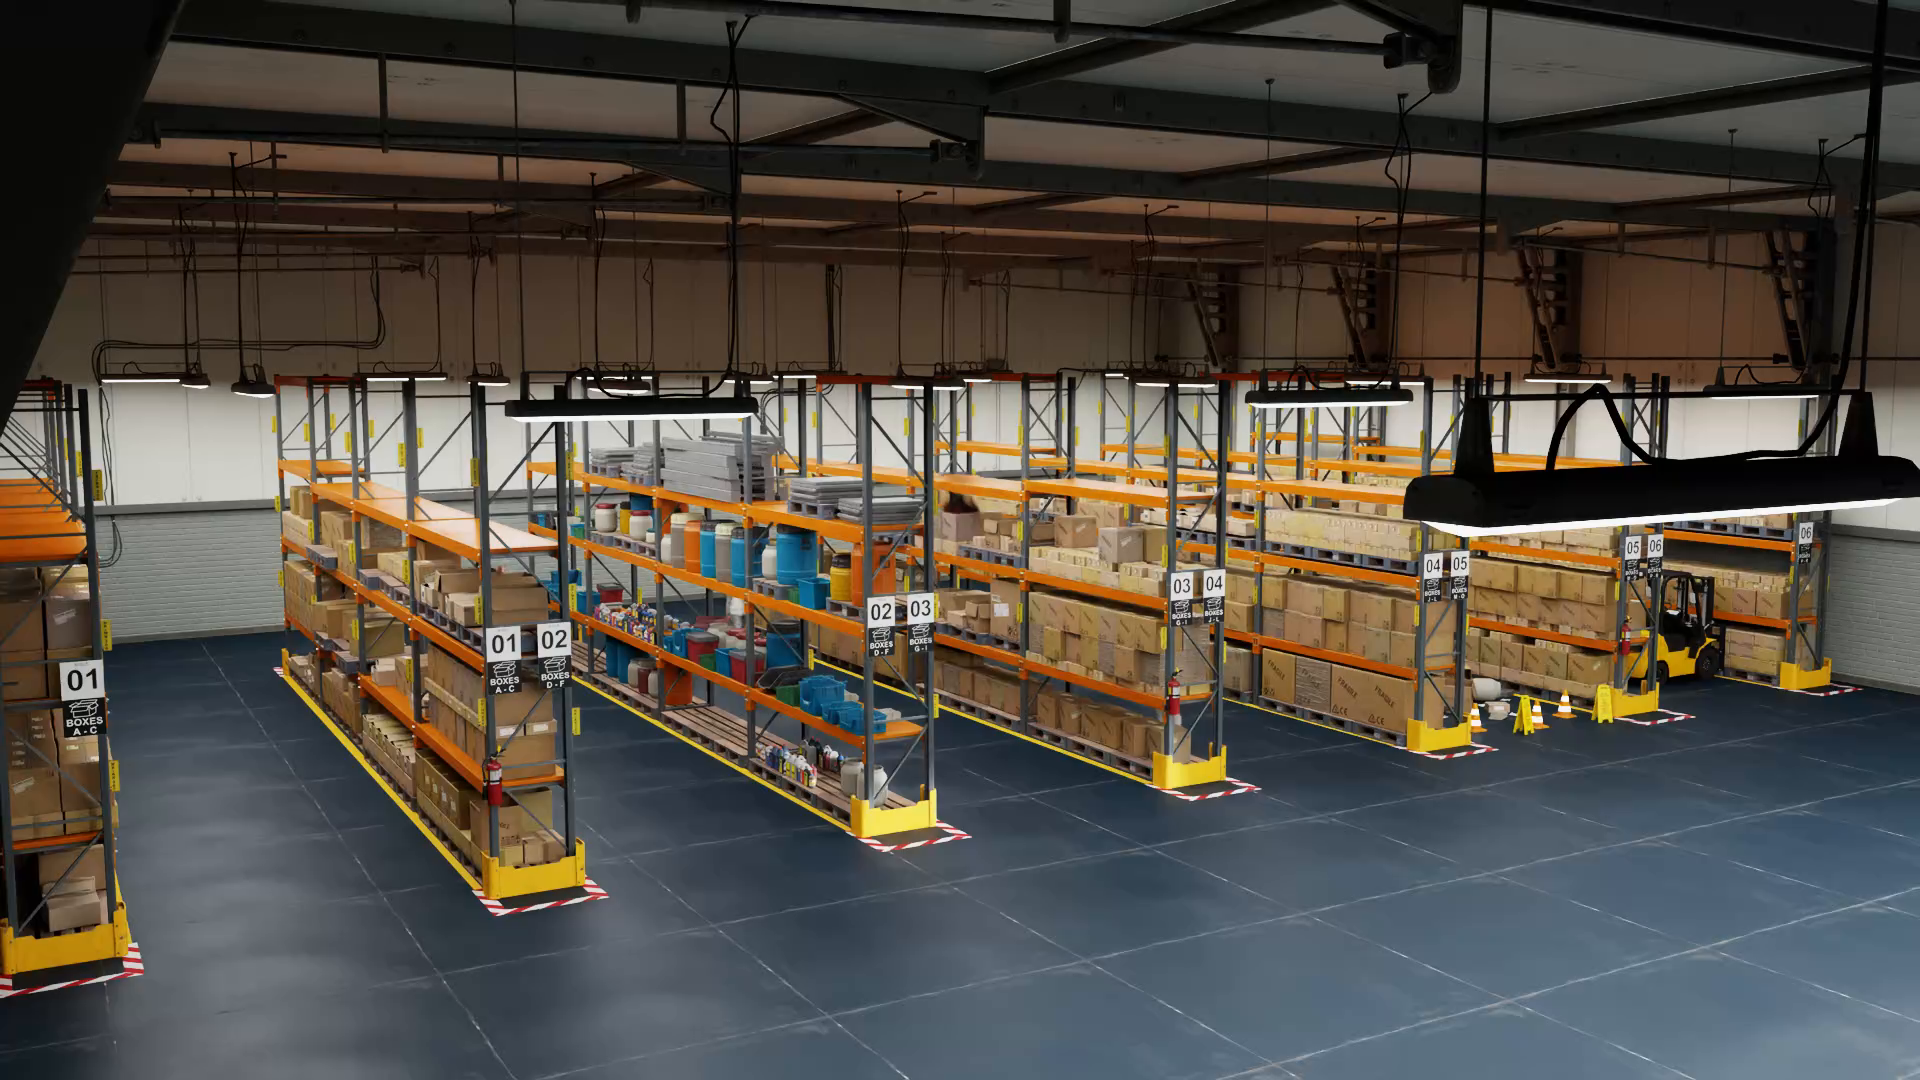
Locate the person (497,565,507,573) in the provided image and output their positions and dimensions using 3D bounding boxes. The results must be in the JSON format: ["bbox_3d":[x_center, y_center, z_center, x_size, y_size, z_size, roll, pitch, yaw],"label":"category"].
[{"bbox_3d":[-10.569,1.353,38.275,0.538,1.569,0.417,-1,6,-13],"label":"person"}]

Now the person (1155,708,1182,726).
[{"bbox_3d":[3.439,2.460,27.866,0.591,1.676,0.454,3,7,27],"label":"person"}]

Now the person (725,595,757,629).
[{"bbox_3d":[-4.688,1.575,35.582,0.598,1.723,1.045,-4,7,-31],"label":"person"}]
